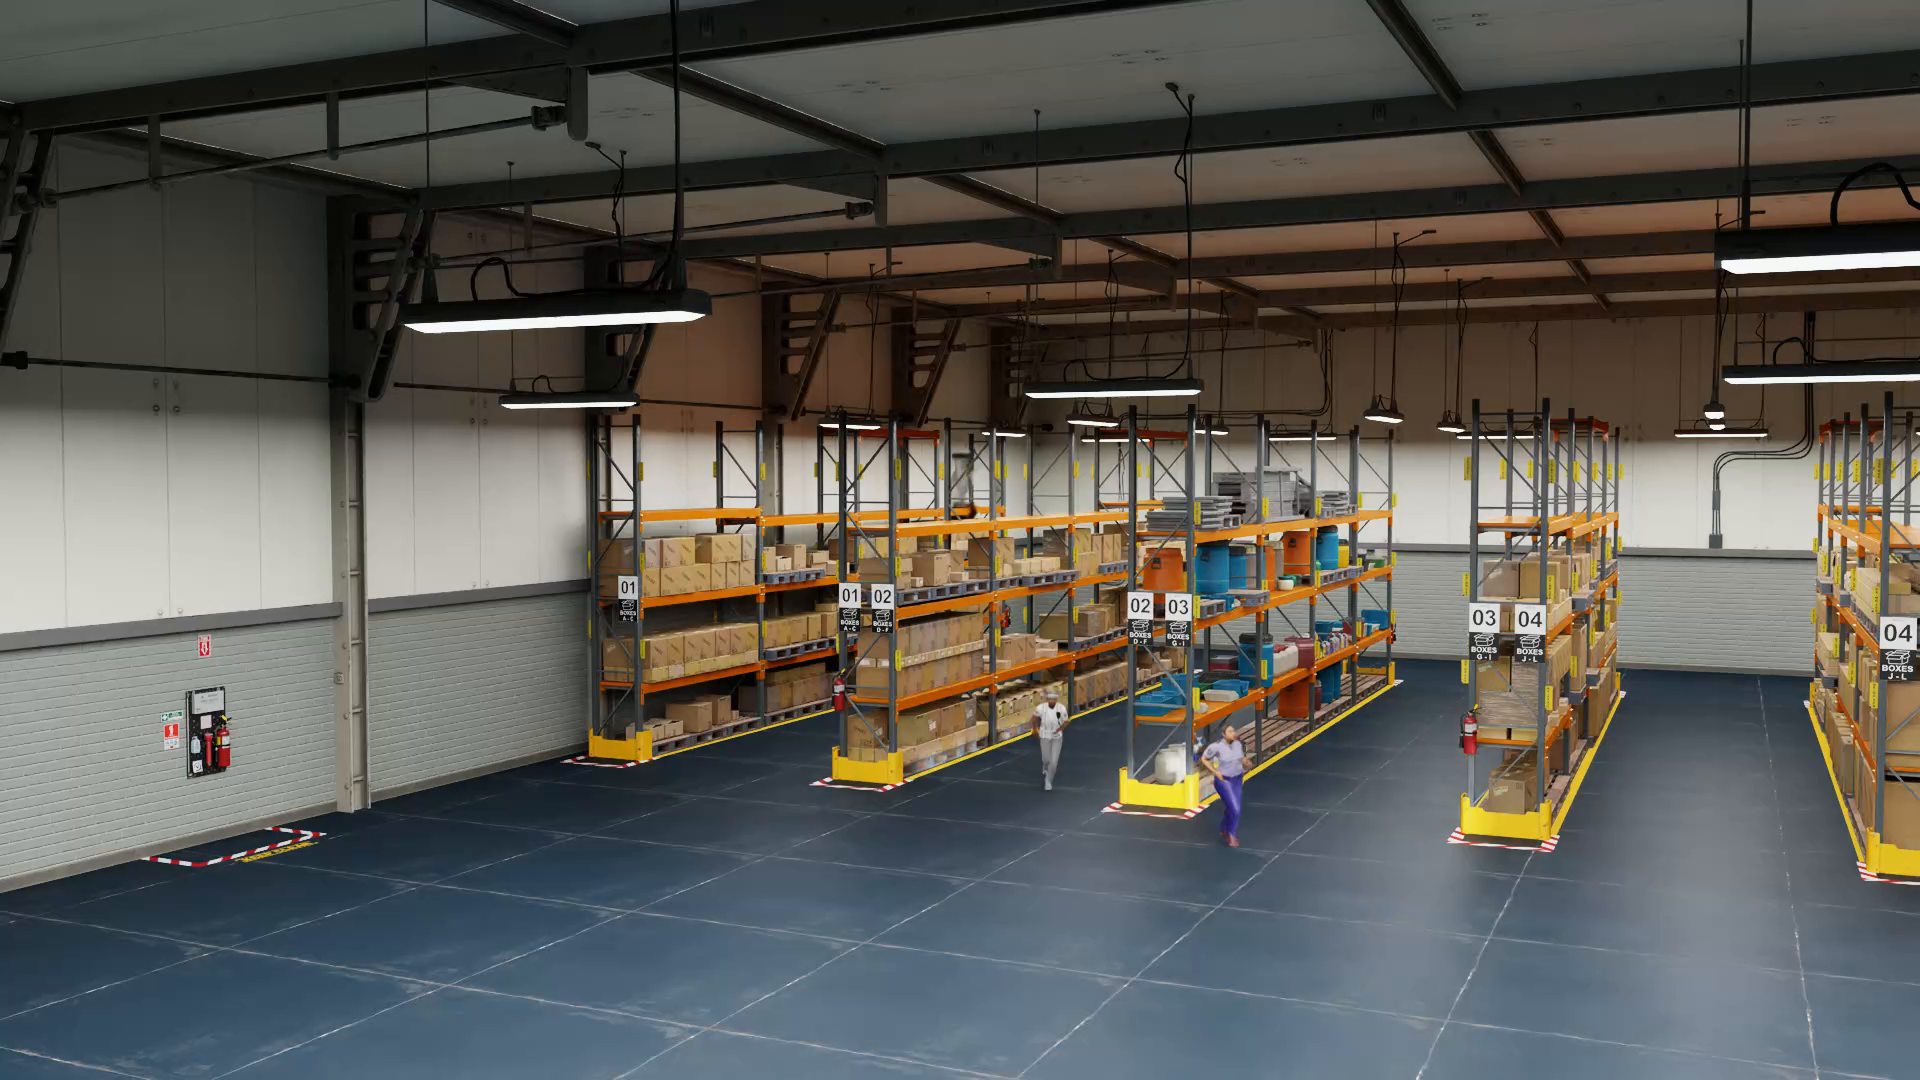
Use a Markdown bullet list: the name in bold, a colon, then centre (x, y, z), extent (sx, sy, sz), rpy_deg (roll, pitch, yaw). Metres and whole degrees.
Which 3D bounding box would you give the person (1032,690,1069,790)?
- **person**: centre (1.427, 3.141, 26.200), extent (0.563, 1.606, 0.690), rpy_deg (0, 2, -4)

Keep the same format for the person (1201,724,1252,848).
- **person**: centre (3.588, 3.289, 22.227), extent (0.602, 1.682, 0.691), rpy_deg (-2, 3, -34)
